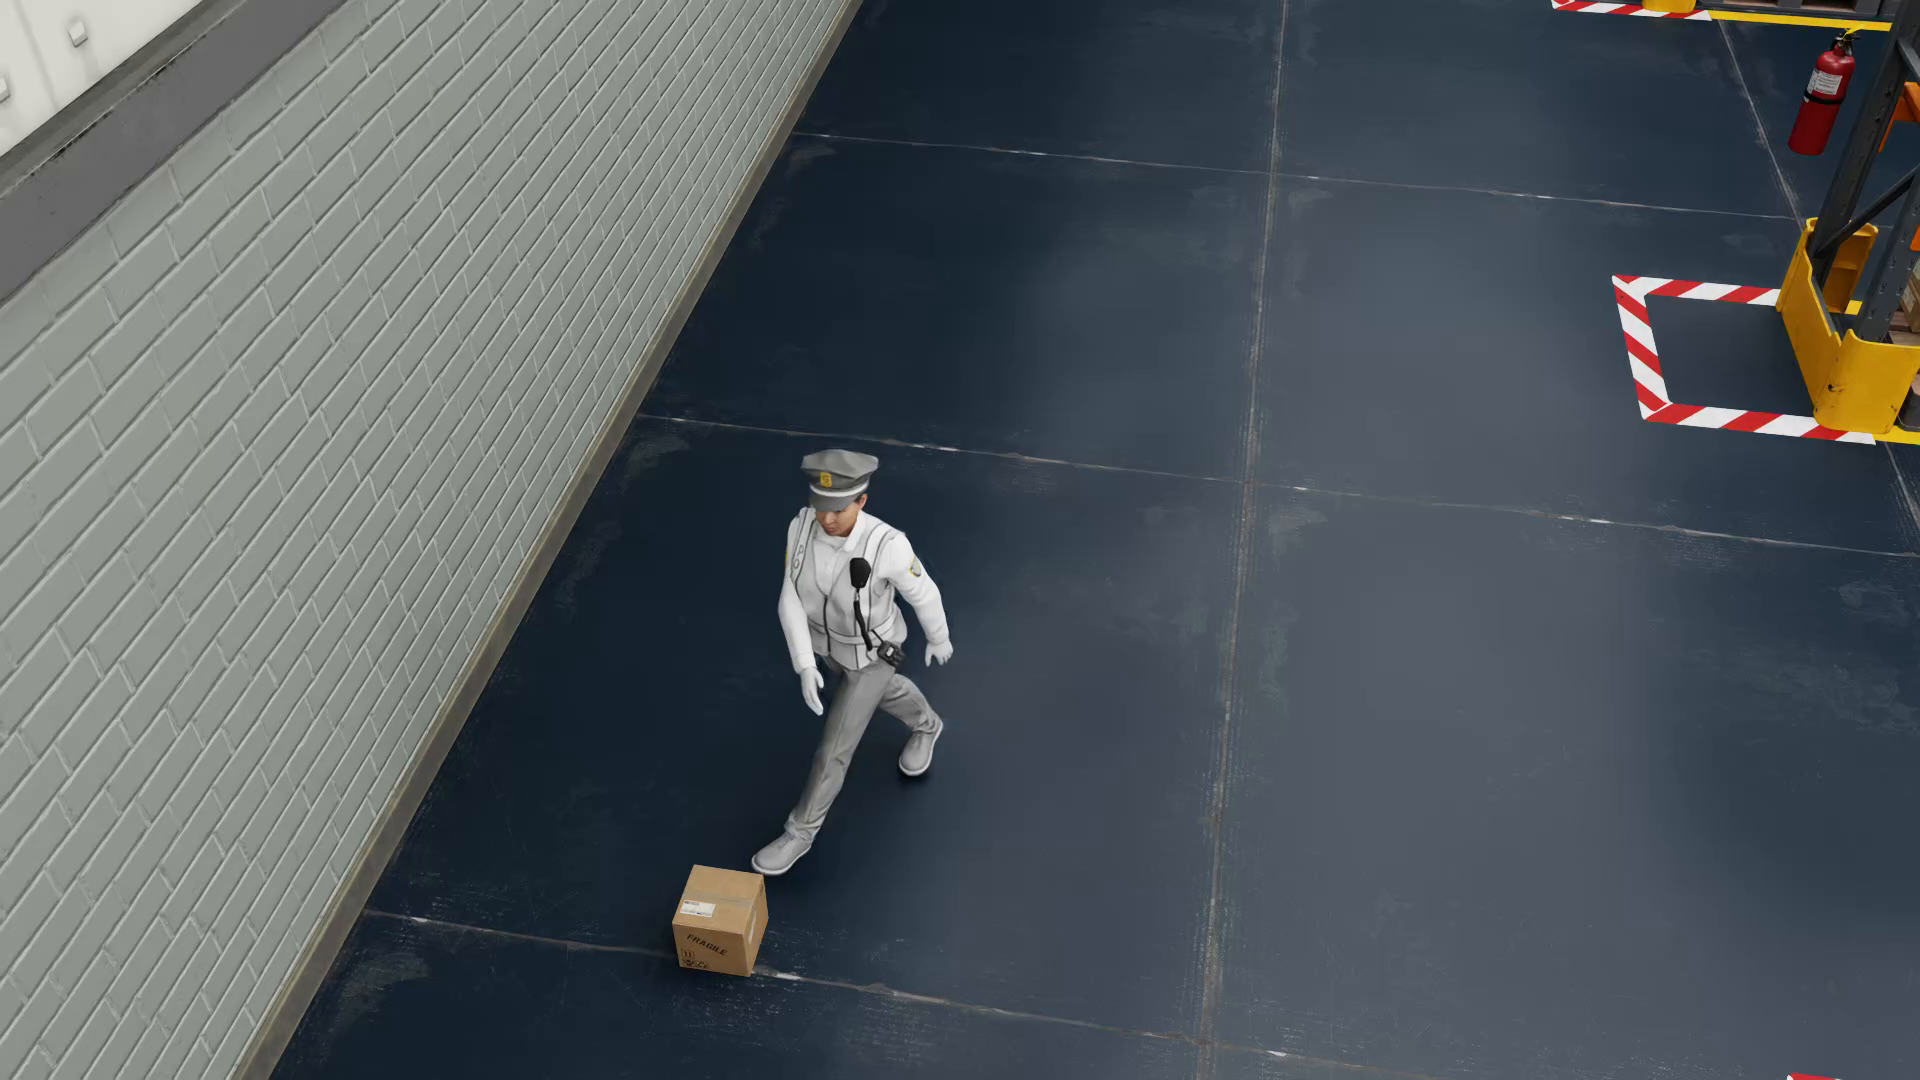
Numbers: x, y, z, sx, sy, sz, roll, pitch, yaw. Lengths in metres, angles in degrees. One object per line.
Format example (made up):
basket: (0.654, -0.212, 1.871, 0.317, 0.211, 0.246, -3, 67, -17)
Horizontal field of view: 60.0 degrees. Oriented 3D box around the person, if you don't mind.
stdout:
person: (-0.393, 0.385, 5.692, 0.471, 1.617, 1.004, 27, 48, 28)
